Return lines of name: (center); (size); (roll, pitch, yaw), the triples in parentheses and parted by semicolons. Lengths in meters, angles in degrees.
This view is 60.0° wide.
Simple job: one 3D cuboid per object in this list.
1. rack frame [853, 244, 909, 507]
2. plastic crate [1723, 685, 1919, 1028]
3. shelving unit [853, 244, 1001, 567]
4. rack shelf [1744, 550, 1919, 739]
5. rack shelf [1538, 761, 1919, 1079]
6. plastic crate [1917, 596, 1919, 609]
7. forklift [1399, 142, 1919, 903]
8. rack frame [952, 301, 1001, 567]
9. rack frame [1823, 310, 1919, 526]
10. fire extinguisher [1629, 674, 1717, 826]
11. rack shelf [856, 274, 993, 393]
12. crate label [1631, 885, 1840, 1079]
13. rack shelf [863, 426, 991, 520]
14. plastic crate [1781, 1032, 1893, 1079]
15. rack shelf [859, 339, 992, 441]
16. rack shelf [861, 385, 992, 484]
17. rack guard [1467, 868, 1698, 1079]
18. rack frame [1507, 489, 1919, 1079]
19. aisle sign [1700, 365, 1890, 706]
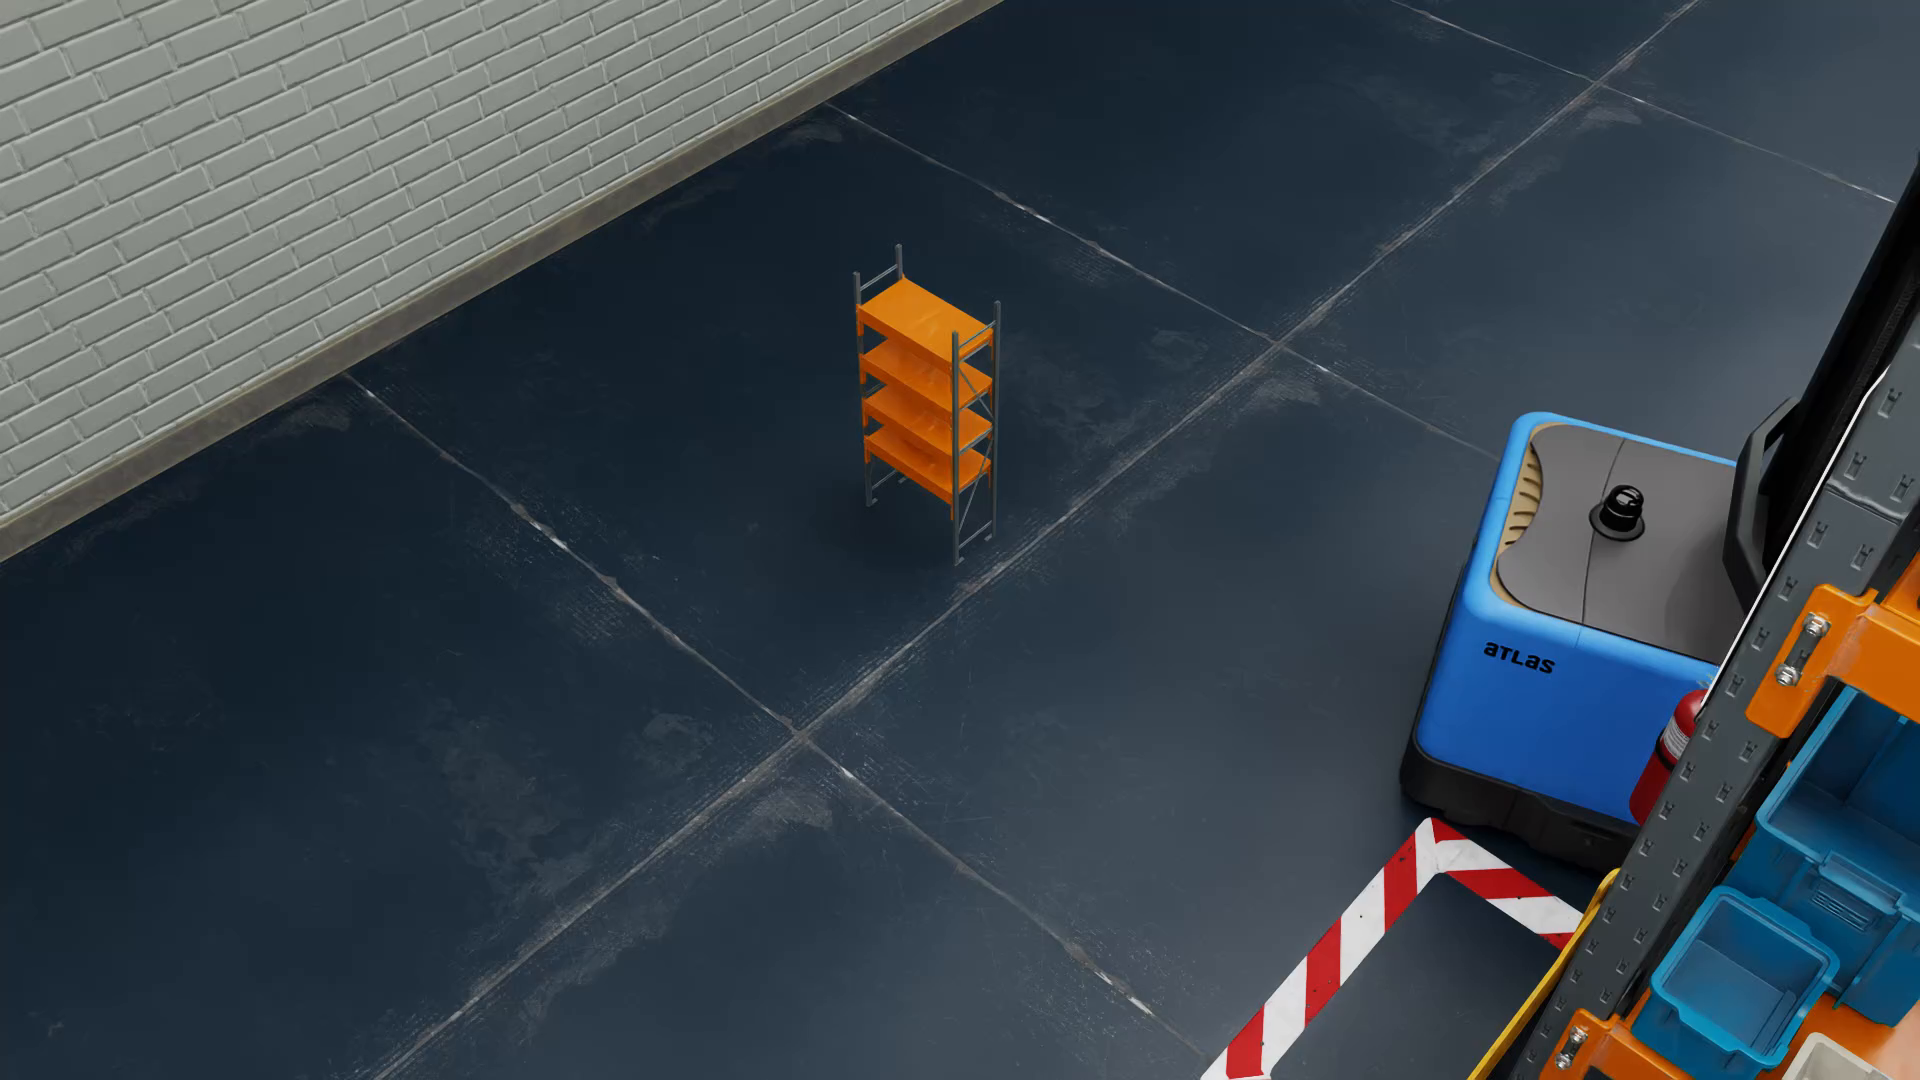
rack frame: (-0.301, -0.613, 6.503); (0.015, 1.200, 0.240); (34, 55, 28)
plastic crate: (2.167, 0.739, 3.933); (0.499, 0.435, 0.616); (34, 55, 28)
shelving unit: (-0.122, -0.493, 6.389); (0.503, 1.200, 0.258); (34, 55, 28)
rack shelf: (3.264, 0.915, 2.270); (4.000, 0.370, 1.077); (34, 55, 28)
rack shelf: (3.264, 1.941, 3.363); (4.000, 0.370, 1.077); (34, 55, 28)
plastic crate: (1.888, 0.064, 2.665); (0.590, 0.269, 0.497); (34, 55, 28)
forklift: (3.113, 0.018, 4.723); (3.031, 2.935, 1.130); (17, 49, 16)
rack frame: (0.058, -0.372, 6.276); (0.015, 1.200, 0.240); (34, 55, 28)
rack frame: (1.794, -1.347, 1.842); (0.127, 3.000, 1.000); (34, 55, 28)
fire extinguisher: (1.991, 0.542, 4.492); (0.183, 0.674, 0.296); (34, 55, 28)
rack shelf: (-0.122, -0.762, 6.103); (0.480, 0.148, 0.258); (34, 55, 28)
crate label: (1.752, 1.041, 3.788); (0.303, 0.233, 0.416); (34, 55, 28)
rack shelf: (-0.122, -0.311, 6.583); (0.480, 0.148, 0.258); (34, 55, 28)
plastic crate: (1.932, 1.277, 3.633); (0.298, 0.136, 0.250); (34, 55, 28)
rack shelf: (-0.122, -0.600, 6.275); (0.480, 0.148, 0.258); (34, 55, 28)
rack shelf: (-0.122, -0.446, 6.438); (0.480, 0.148, 0.258); (34, 55, 28)
rack guard: (1.767, 1.557, 4.945); (0.348, 0.500, 1.175); (34, 55, 28)
rack frame: (1.794, 0.706, 4.029); (0.127, 3.000, 1.000); (34, 55, 28)
aisle sign: (1.540, -0.060, 2.966); (0.004, 0.787, 0.394); (34, 55, 28)
